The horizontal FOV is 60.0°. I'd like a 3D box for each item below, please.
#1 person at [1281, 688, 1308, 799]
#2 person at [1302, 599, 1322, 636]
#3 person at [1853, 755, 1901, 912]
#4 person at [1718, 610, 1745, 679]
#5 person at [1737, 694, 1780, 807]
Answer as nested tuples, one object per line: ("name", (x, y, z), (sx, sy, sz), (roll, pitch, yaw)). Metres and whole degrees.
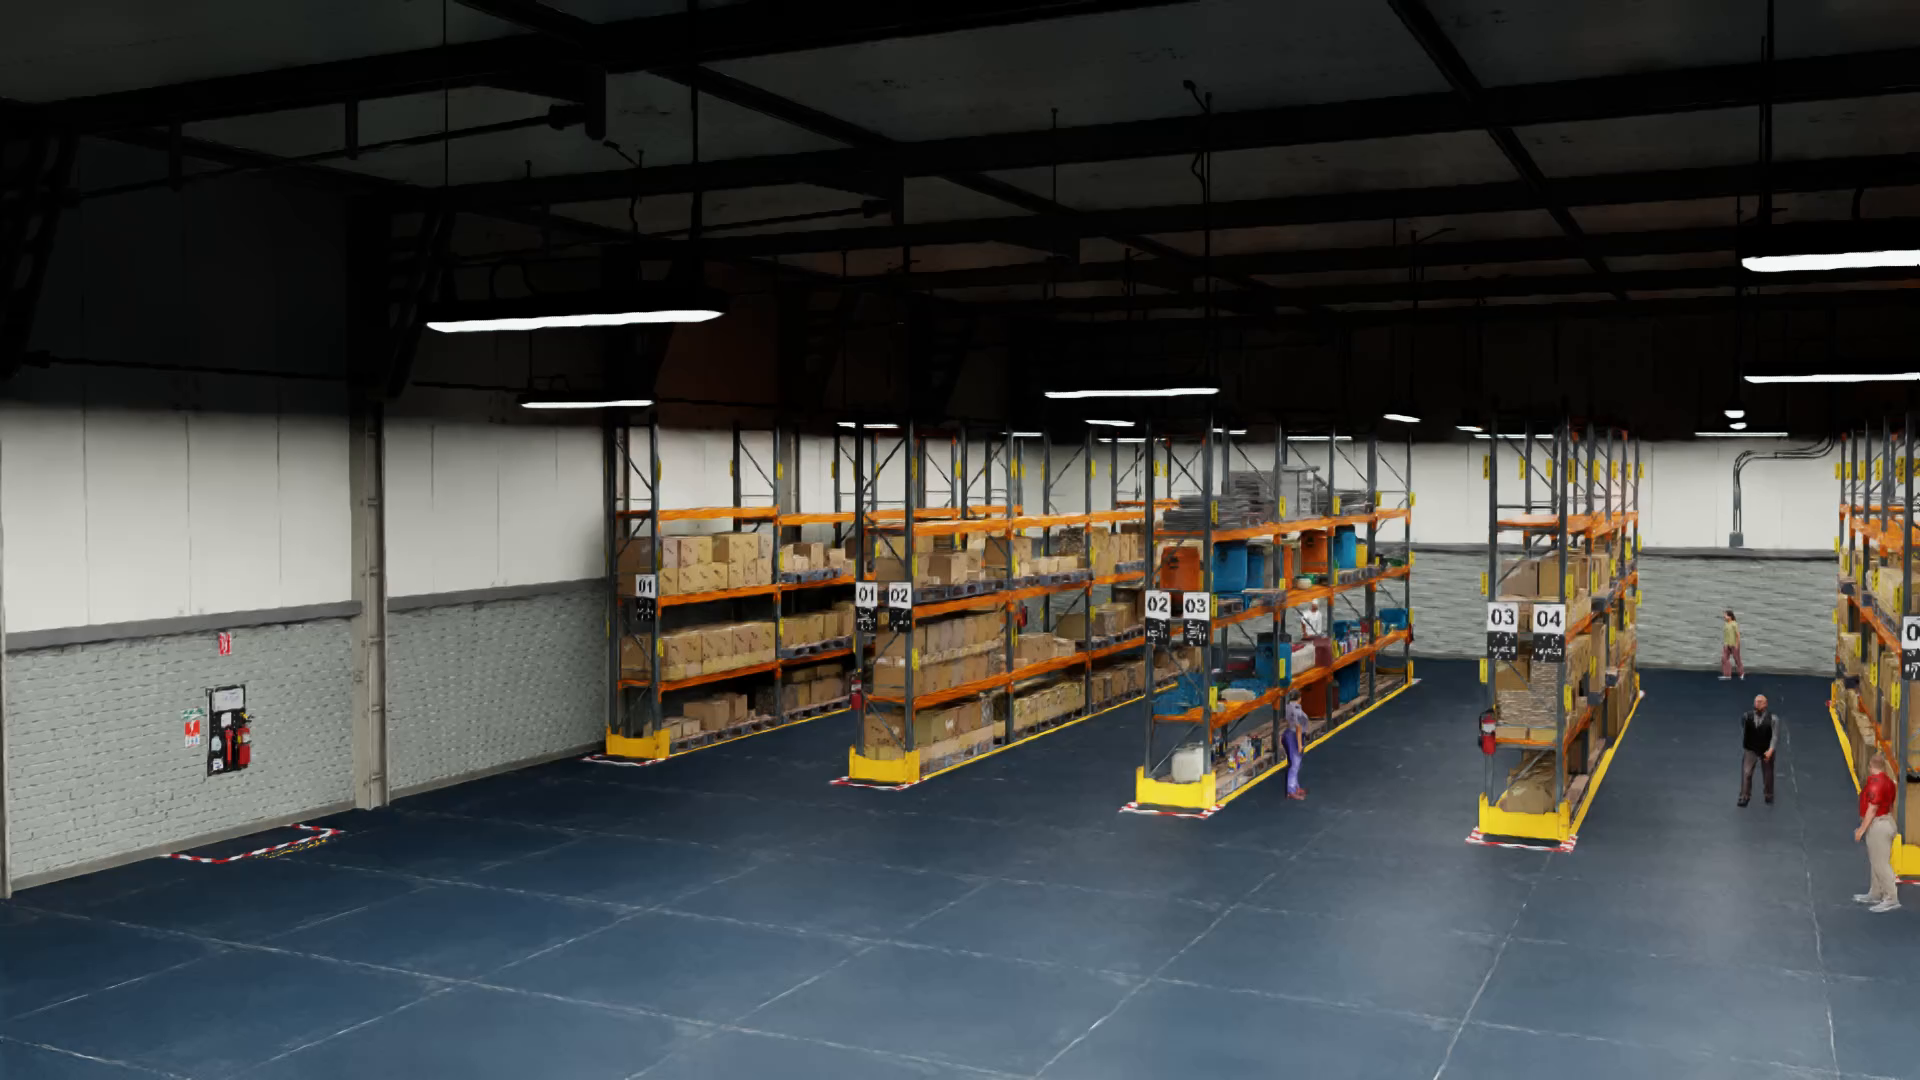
("person", (5.164, 3.100, 25.488), (0.430, 1.642, 0.530), (0, 2, -5))
("person", (8.817, 2.356, 42.109), (0.735, 1.763, 0.487), (-1, 3, -20))
("person", (10.535, 3.339, 19.071), (0.539, 1.756, 0.603), (2, 3, 43))
("person", (18.498, 2.504, 39.798), (0.591, 1.661, 0.490), (-1, 3, -16))
("person", (11.870, 3.118, 24.673), (0.540, 1.661, 1.021), (2, 3, 35))
